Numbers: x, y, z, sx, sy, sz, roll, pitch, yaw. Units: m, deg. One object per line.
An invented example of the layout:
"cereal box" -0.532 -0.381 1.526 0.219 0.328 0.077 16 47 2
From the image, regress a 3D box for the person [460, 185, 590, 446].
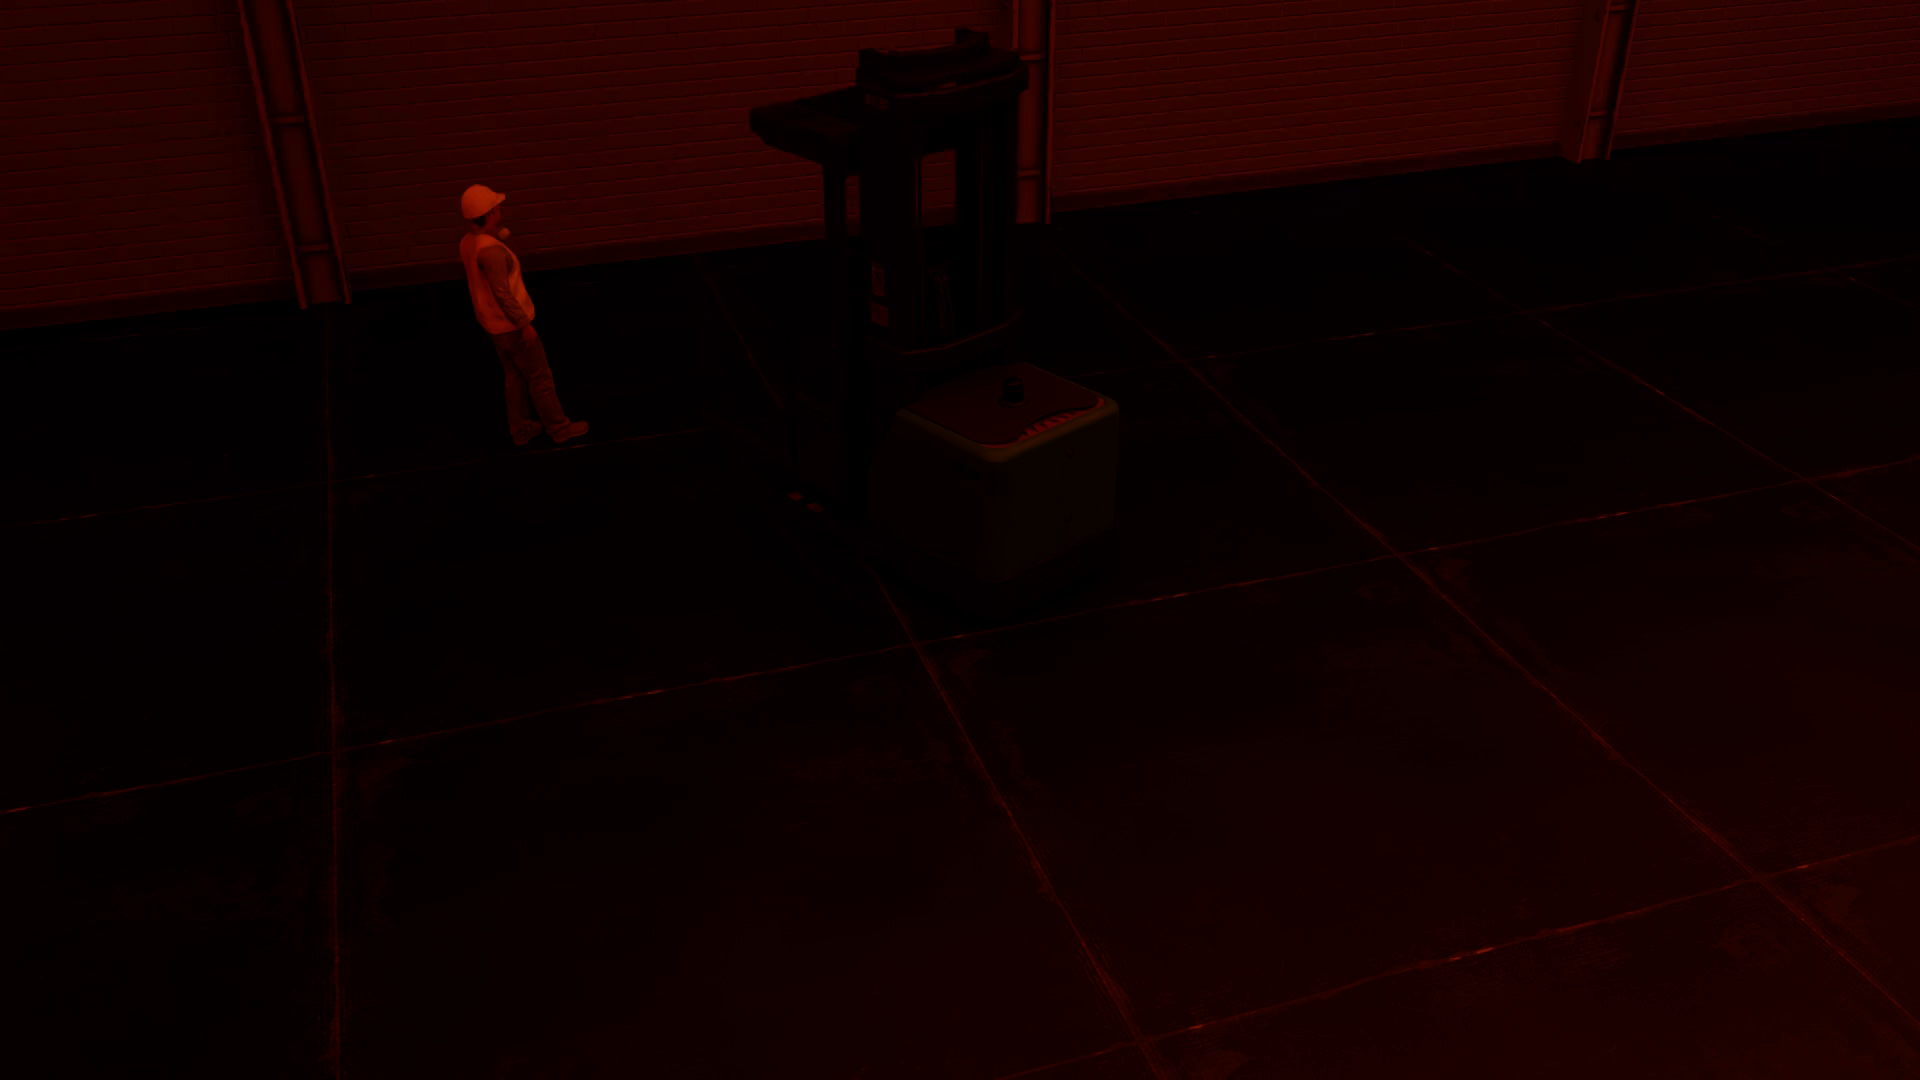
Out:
"person" -2.823 -1.455 10.779 0.650 1.773 0.630 -18 34 -28

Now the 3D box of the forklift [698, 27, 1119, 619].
"forklift" -0.469 -1.483 9.665 1.130 2.935 3.031 -25 38 -36
